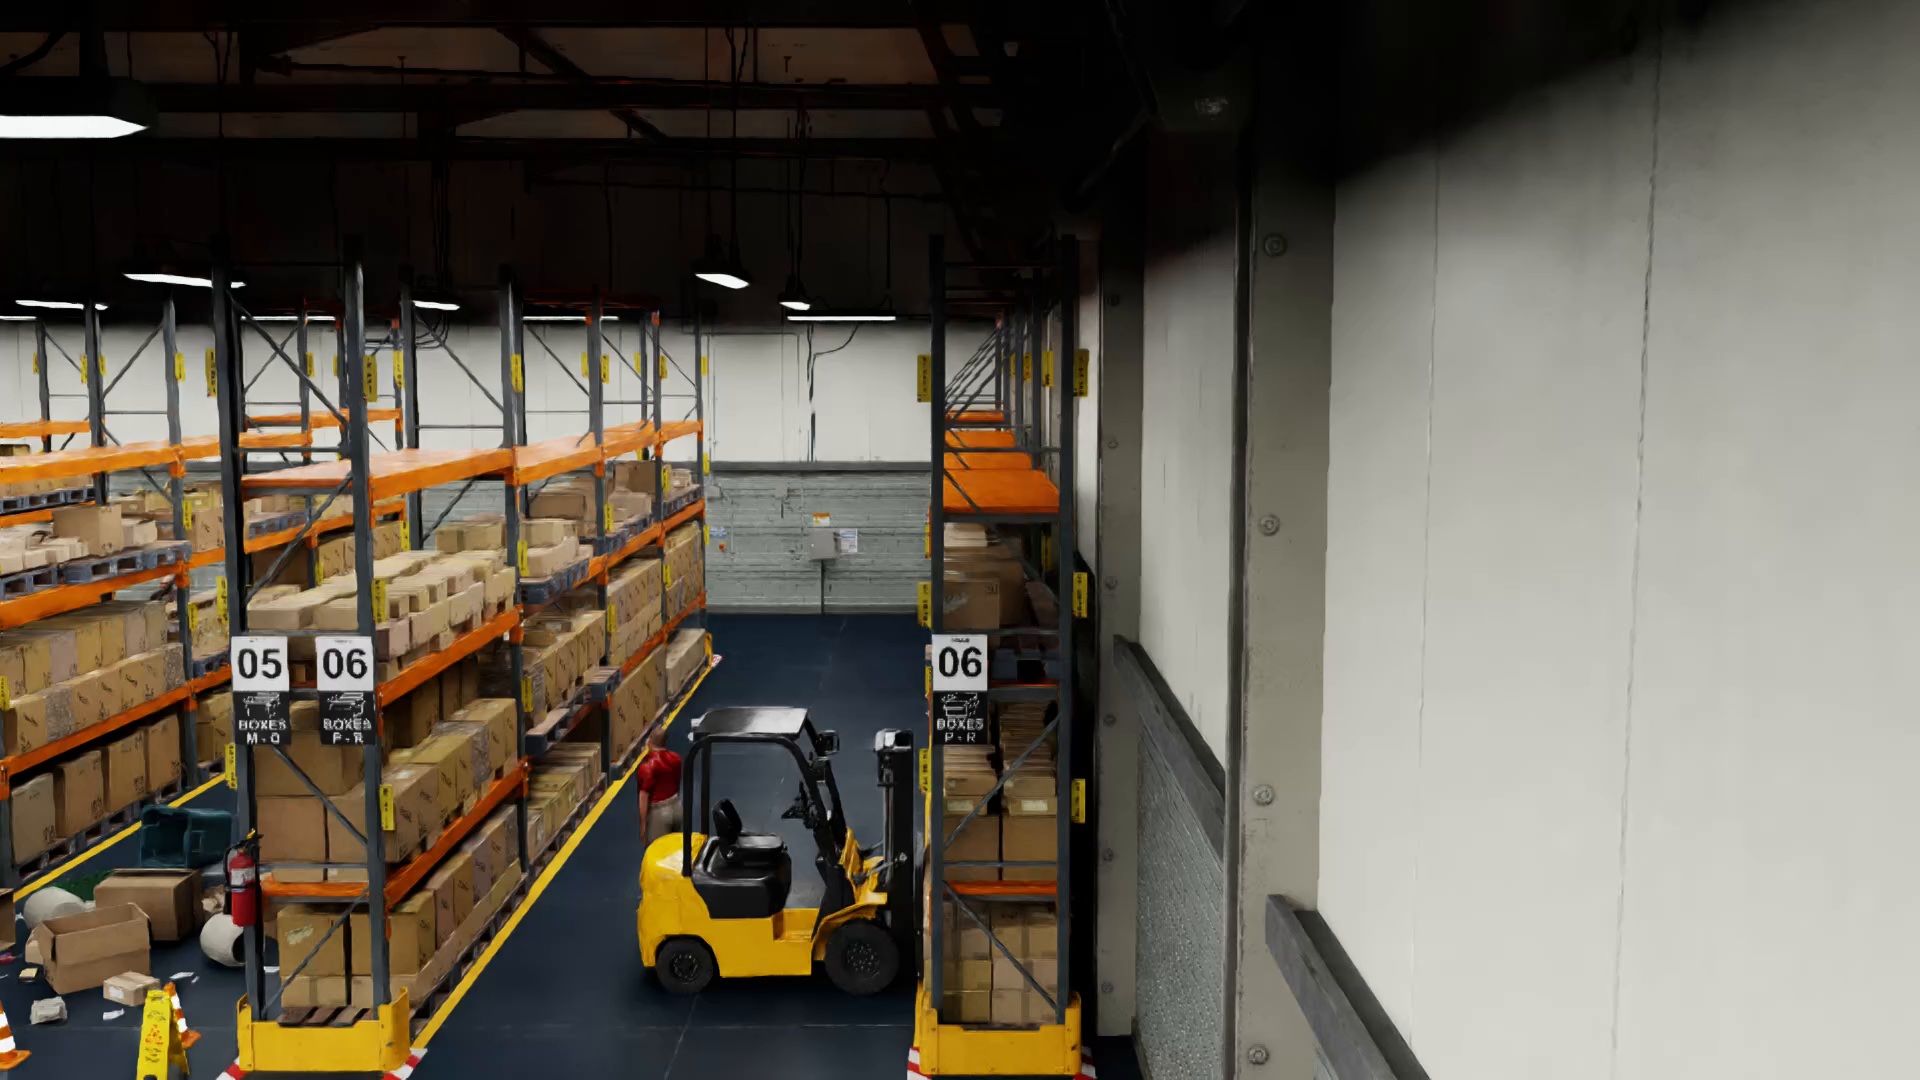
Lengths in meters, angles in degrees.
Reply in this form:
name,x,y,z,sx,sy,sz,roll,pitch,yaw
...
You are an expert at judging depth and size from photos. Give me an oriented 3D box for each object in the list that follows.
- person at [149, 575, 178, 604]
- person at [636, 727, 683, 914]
name,x,y,z,sx,sy,sz,roll,pitch,yaw
person,-12.517,1.396,26.410,0.729,1.733,0.546,0,6,-2
person,-2.844,2.595,15.494,0.490,1.723,0.588,3,7,29
